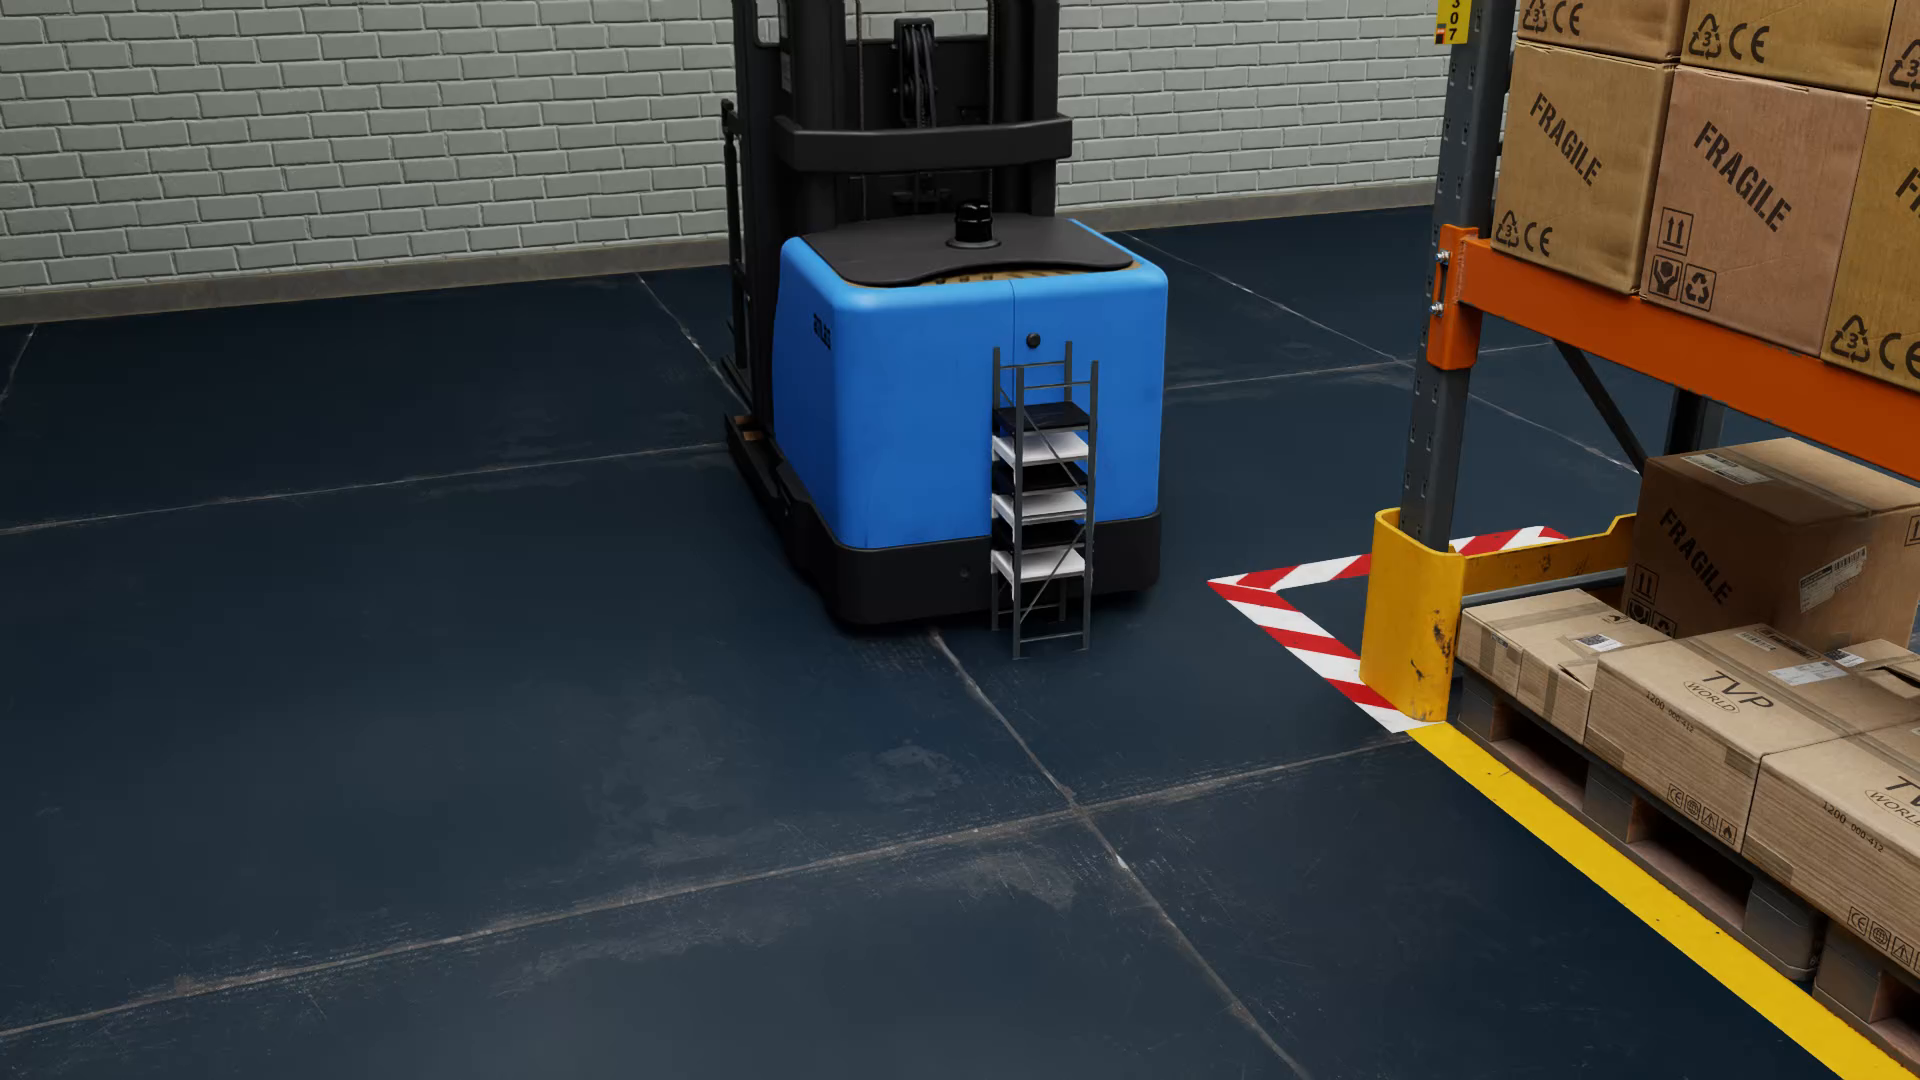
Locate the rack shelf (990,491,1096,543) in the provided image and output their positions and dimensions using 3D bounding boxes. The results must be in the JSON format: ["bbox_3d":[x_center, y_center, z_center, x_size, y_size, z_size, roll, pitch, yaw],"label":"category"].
[{"bbox_3d":[0.240,-0.079,4.864,0.258,0.077,0.200,-7,24,-16],"label":"rack shelf"}]

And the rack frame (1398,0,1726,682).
[{"bbox_3d":[1.715,-1.044,4.365,1.000,3.000,0.127,-8,24,-19],"label":"rack frame"}]

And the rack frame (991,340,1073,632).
[{"bbox_3d":[0.210,-0.147,4.940,0.240,0.900,0.006,-7,24,-16],"label":"rack frame"}]

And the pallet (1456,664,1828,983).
[{"bbox_3d":[2.024,0.558,4.154,1.003,0.211,1.213,-8,24,-19],"label":"pallet"}]

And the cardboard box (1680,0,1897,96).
[{"bbox_3d":[1.817,-1.164,3.235,0.500,0.500,0.500,-8,24,-18],"label":"cardboard box"}]

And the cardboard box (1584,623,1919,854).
[{"bbox_3d":[1.818,0.439,3.821,0.500,0.250,0.500,-8,24,-19],"label":"cardboard box"}]

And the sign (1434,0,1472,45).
[{"bbox_3d":[1.207,-1.368,4.020,0.100,0.325,0.005,-8,24,-19],"label":"sign"}]

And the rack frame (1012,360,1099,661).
[{"bbox_3d":[0.270,-0.072,4.761,0.240,0.900,0.006,-7,24,-16],"label":"rack frame"}]

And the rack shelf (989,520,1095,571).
[{"bbox_3d":[0.240,0.004,4.899,0.258,0.077,0.200,-7,24,-16],"label":"rack shelf"}]

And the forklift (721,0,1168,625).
[{"bbox_3d":[-0.290,-1.643,5.874,1.130,2.935,3.031,-7,24,-16],"label":"forklift"}]

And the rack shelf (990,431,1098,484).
[{"bbox_3d":[0.240,-0.245,4.794,0.258,0.077,0.200,-7,24,-16],"label":"rack shelf"}]

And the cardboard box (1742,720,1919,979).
[{"bbox_3d":[1.995,0.620,3.390,0.500,0.250,0.500,-8,24,-19],"label":"cardboard box"}]

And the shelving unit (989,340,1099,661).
[{"bbox_3d":[0.240,-0.109,4.851,0.258,0.900,0.210,-7,24,-16],"label":"shelving unit"}]

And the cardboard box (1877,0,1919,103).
[{"bbox_3d":[1.989,-0.982,2.802,0.500,0.500,0.500,-8,24,-18],"label":"cardboard box"}]

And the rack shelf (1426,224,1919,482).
[{"bbox_3d":[2.421,0.014,2.780,1.077,0.370,4.000,-8,24,-19],"label":"rack shelf"}]

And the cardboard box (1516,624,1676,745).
[{"bbox_3d":[1.630,0.349,4.141,0.380,0.166,0.250,-8,24,-19],"label":"cardboard box"}]

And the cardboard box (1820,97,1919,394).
[{"bbox_3d":[1.987,-0.523,3.000,0.500,0.500,0.500,-8,24,-19],"label":"cardboard box"}]

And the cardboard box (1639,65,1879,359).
[{"bbox_3d":[1.812,-0.706,3.434,0.500,0.500,0.500,-9,24,-20],"label":"cardboard box"}]

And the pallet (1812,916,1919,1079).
[{"bbox_3d":[2.452,1.001,3.104,1.003,0.211,1.213,-8,24,-19],"label":"pallet"}]

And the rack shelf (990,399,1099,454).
[{"bbox_3d":[0.240,-0.327,4.759,0.258,0.077,0.200,-7,24,-16],"label":"rack shelf"}]

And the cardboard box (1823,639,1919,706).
[{"bbox_3d":[2.196,0.382,4.063,0.380,0.166,0.250,-8,24,-19],"label":"cardboard box"}]

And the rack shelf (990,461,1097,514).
[{"bbox_3d":[0.240,-0.162,4.829,0.258,0.077,0.200,-7,24,-16],"label":"rack shelf"}]

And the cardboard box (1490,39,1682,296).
[{"bbox_3d":[1.625,-0.893,3.877,0.500,0.500,0.500,-8,24,-18],"label":"cardboard box"}]

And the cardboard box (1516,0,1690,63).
[{"bbox_3d":[1.625,-1.353,3.683,0.500,0.500,0.500,-8,24,-17],"label":"cardboard box"}]

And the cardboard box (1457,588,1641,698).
[{"bbox_3d":[1.541,0.266,4.360,0.380,0.149,0.250,-8,24,-19],"label":"cardboard box"}]

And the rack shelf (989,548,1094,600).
[{"bbox_3d":[0.240,0.087,4.934,0.258,0.077,0.200,-7,24,-16],"label":"rack shelf"}]

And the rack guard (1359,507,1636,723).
[{"bbox_3d":[1.742,0.136,4.785,1.175,0.500,0.348,-8,24,-19],"label":"rack guard"}]

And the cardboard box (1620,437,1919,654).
[{"bbox_3d":[2.137,0.069,4.376,0.500,0.500,0.500,-8,24,-19],"label":"cardboard box"}]
